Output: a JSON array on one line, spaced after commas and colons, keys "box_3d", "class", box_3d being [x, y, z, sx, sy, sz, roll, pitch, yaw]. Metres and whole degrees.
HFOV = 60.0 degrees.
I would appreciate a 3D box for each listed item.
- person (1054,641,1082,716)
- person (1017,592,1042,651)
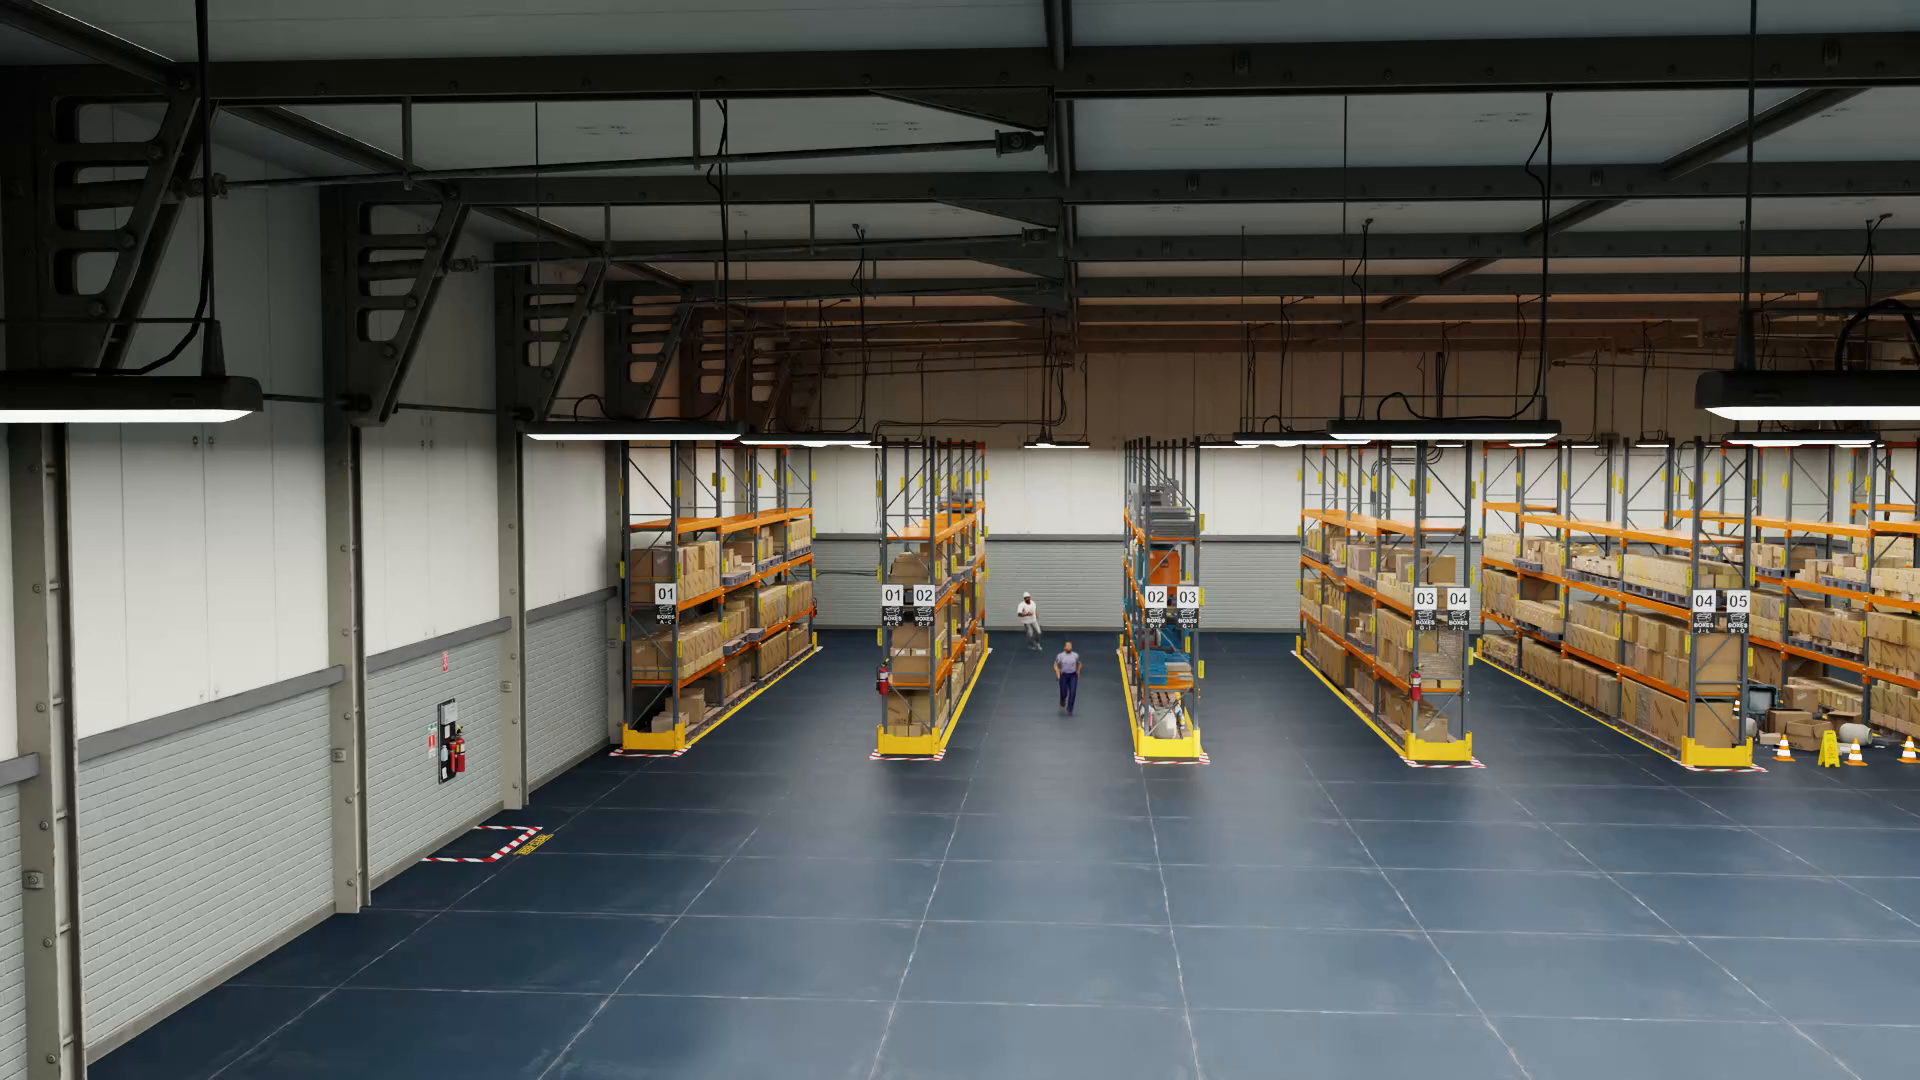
[{"box_3d": [2.358, 2.994, 36.107, 0.617, 1.603, 0.589, 0, 3, -3], "class": "person"}, {"box_3d": [1.965, 2.323, 47.353, 0.745, 1.695, 0.654, -1, 3, -23], "class": "person"}]
